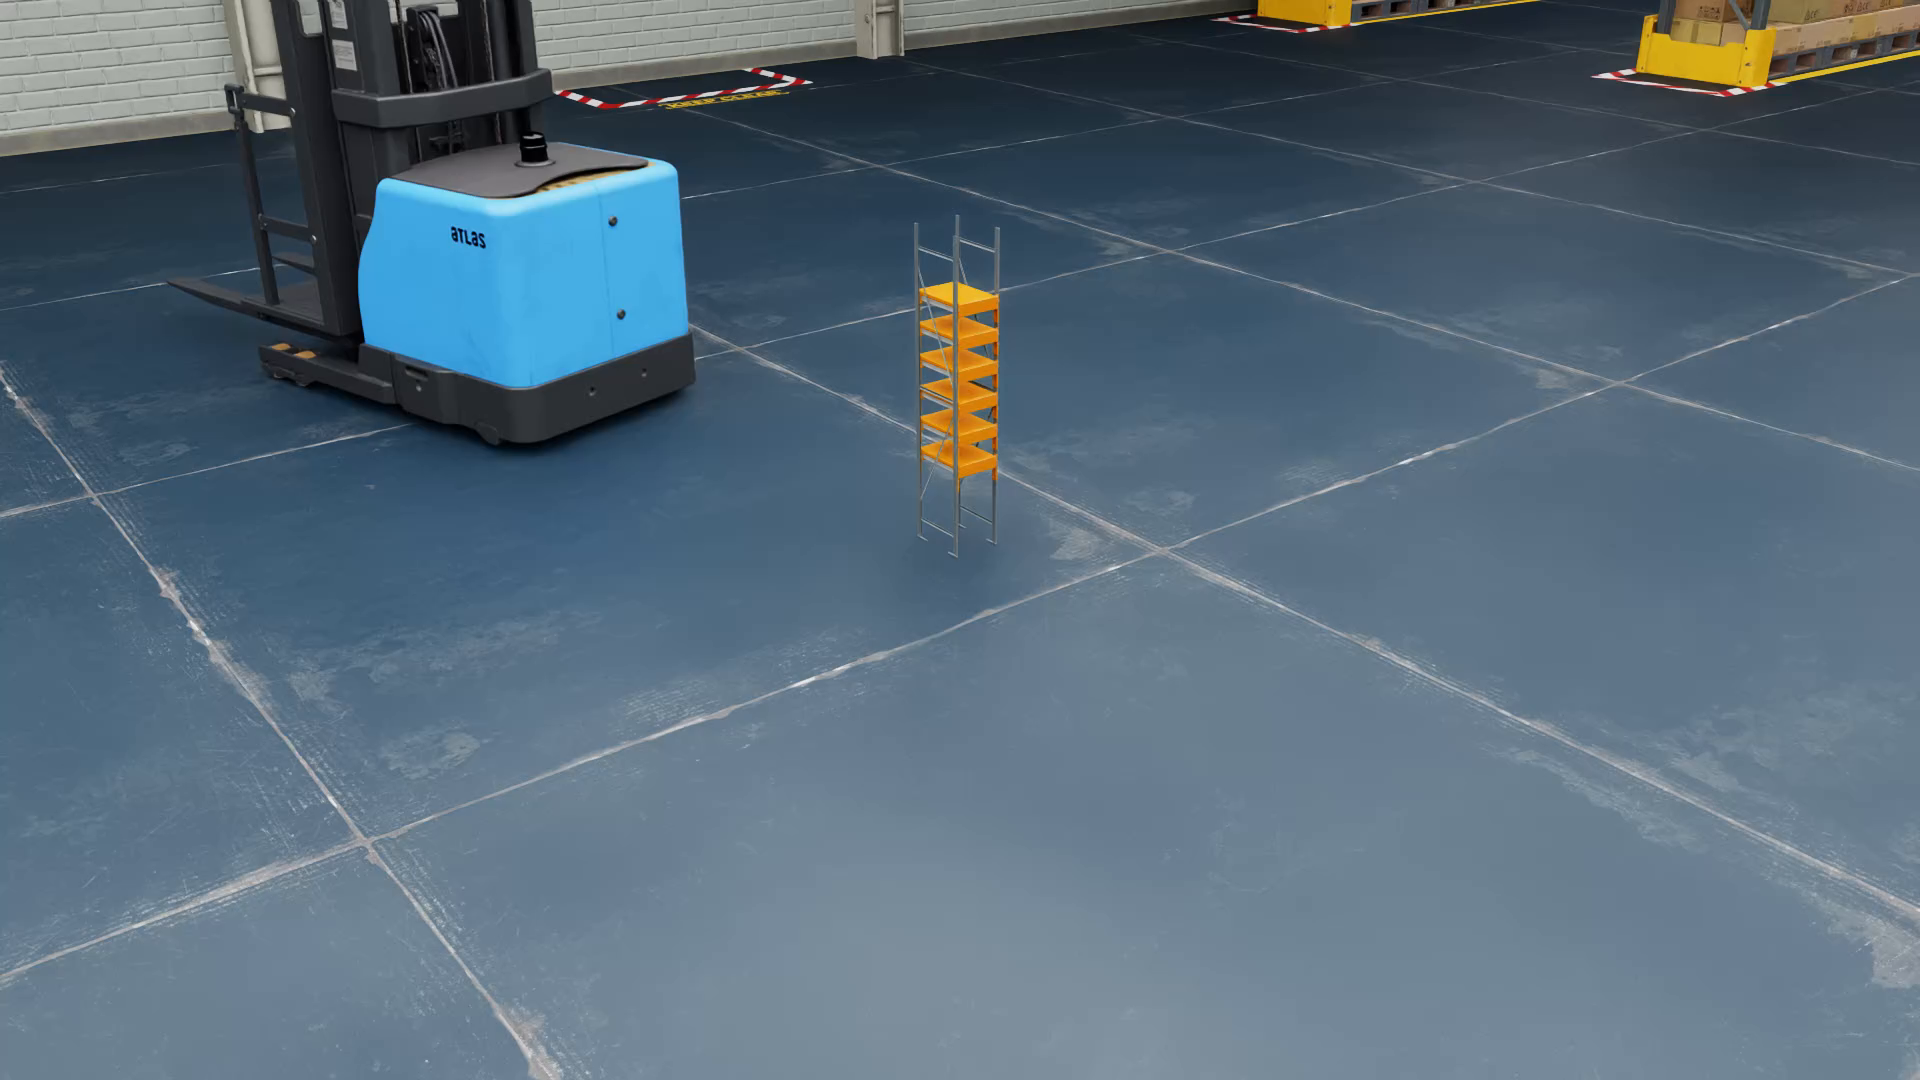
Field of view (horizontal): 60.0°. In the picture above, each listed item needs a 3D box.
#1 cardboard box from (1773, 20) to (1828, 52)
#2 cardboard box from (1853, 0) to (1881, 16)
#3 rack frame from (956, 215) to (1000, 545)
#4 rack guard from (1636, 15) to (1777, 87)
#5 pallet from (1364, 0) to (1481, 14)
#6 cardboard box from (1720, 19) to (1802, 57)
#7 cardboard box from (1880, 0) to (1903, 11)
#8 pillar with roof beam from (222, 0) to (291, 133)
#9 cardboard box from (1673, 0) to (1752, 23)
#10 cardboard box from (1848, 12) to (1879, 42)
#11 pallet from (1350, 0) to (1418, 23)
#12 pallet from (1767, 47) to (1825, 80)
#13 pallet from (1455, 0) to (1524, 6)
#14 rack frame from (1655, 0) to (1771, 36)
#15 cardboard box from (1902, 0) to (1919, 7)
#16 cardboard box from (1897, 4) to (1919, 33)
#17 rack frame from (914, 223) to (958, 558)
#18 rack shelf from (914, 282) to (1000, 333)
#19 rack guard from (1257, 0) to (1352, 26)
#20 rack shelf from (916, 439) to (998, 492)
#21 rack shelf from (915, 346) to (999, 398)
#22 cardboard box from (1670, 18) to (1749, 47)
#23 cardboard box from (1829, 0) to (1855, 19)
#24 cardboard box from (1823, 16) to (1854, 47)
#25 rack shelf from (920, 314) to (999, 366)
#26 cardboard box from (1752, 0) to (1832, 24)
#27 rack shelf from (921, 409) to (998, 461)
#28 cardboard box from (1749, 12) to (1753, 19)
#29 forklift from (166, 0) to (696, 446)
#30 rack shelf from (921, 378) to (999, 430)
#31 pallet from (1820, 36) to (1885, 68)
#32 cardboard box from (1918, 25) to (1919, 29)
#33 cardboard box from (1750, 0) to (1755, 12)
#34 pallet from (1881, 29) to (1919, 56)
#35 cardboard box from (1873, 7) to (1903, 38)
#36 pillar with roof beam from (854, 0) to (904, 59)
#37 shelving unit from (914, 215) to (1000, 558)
[{"bbox_3d":[7.907,-4.846,15.896,0.500,0.250,0.500,-18,31,-34],"label":"cardboard box"},{"bbox_3d":[8.698,-5.444,16.294,0.500,0.500,0.500,-18,31,-34],"label":"cardboard box"},{"bbox_3d":[0.061,-0.564,6.041,0.006,1.200,0.240,-18,31,-34],"label":"rack frame"},{"bbox_3d":[6.937,-4.566,15.495,0.348,0.500,1.175,-18,31,-34],"label":"rack guard"},{"bbox_3d":[5.577,-6.616,20.254,1.213,0.211,1.003,-18,31,-34],"label":"pallet"},{"bbox_3d":[7.516,-4.715,15.614,0.500,0.250,0.500,-18,31,-34],"label":"cardboard box"},{"bbox_3d":[9.082,-5.579,16.584,0.500,0.500,0.500,-18,31,-34],"label":"cardboard box"},{"bbox_3d":[-2.873,-5.993,8.473,0.400,9.000,9.100,-18,31,-34],"label":"pillar with roof beam"},{"bbox_3d":[7.195,-5.228,15.827,0.500,0.500,0.500,-18,31,-34],"label":"cardboard box"},{"bbox_3d":[8.697,-5.104,16.452,0.500,0.250,0.500,-18,31,-34],"label":"cardboard box"},{"bbox_3d":[4.618,-6.301,19.575,1.213,0.211,1.003,-18,31,-34],"label":"pallet"},{"bbox_3d":[7.532,-4.654,16.027,1.213,0.211,1.003,-18,31,-34],"label":"pallet"},{"bbox_3d":[6.538,-6.934,20.941,1.213,0.211,1.003,-18,31,-34],"label":"pallet"},{"bbox_3d":[6.956,-5.706,14.982,0.127,3.000,1.000,-18,31,-34],"label":"rack frame"},{"bbox_3d":[9.473,-5.710,16.867,0.500,0.500,0.500,-18,31,-34],"label":"cardboard box"},{"bbox_3d":[9.474,-5.369,17.023,0.500,0.250,0.500,-18,31,-34],"label":"cardboard box"},{"bbox_3d":[-0.083,-0.517,5.938,0.006,1.200,0.240,-18,31,-34],"label":"rack frame"},{"bbox_3d":[-0.011,-0.827,5.856,0.180,0.103,0.258,-18,31,-34],"label":"rack shelf"},{"bbox_3d":[3.956,-6.232,19.085,0.348,0.500,1.175,-18,31,-34],"label":"rack guard"},{"bbox_3d":[-0.011,-0.282,6.109,0.180,0.103,0.258,-18,31,-34],"label":"rack shelf"},{"bbox_3d":[-0.011,-0.609,5.957,0.180,0.103,0.258,-18,31,-34],"label":"rack shelf"},{"bbox_3d":[7.196,-4.887,15.984,0.500,0.250,0.500,-18,31,-34],"label":"cardboard box"},{"bbox_3d":[8.293,-5.320,16.026,0.500,0.500,0.500,-18,31,-34],"label":"cardboard box"},{"bbox_3d":[8.300,-4.976,16.176,0.500,0.250,0.500,-18,31,-34],"label":"cardboard box"},{"bbox_3d":[-0.011,-0.718,5.907,0.180,0.103,0.258,-18,31,-34],"label":"rack shelf"},{"bbox_3d":[7.908,-5.186,15.737,0.500,0.500,0.500,-18,31,-34],"label":"cardboard box"},{"bbox_3d":[-0.011,-0.391,6.059,0.180,0.103,0.258,-18,31,-34],"label":"rack shelf"},{"bbox_3d":[7.582,-5.021,16.272,0.500,0.250,0.500,-18,31,-34],"label":"cardboard box"},{"bbox_3d":[-2.703,-2.207,7.524,3.031,2.935,1.130,17,30,33],"label":"forklift"},{"bbox_3d":[-0.011,-0.500,6.008,0.180,0.103,0.258,-18,31,-34],"label":"rack shelf"},{"bbox_3d":[8.492,-4.969,16.706,1.213,0.211,1.003,-18,31,-34],"label":"pallet"},{"bbox_3d":[9.874,-5.496,17.296,0.500,0.250,0.500,-18,31,-34],"label":"cardboard box"},{"bbox_3d":[7.973,-5.492,16.398,0.500,0.500,0.500,-18,31,-34],"label":"cardboard box"},{"bbox_3d":[9.452,-5.288,17.393,1.213,0.211,1.003,-18,31,-34],"label":"pallet"},{"bbox_3d":[9.090,-5.234,16.733,0.500,0.250,0.500,-18,31,-34],"label":"cardboard box"},{"bbox_3d":[1.849,-7.551,11.831,0.400,9.000,9.100,-18,31,-34],"label":"pillar with roof beam"},{"bbox_3d":[-0.011,-0.540,5.989,0.189,1.200,0.258,-18,31,-34],"label":"shelving unit"}]
